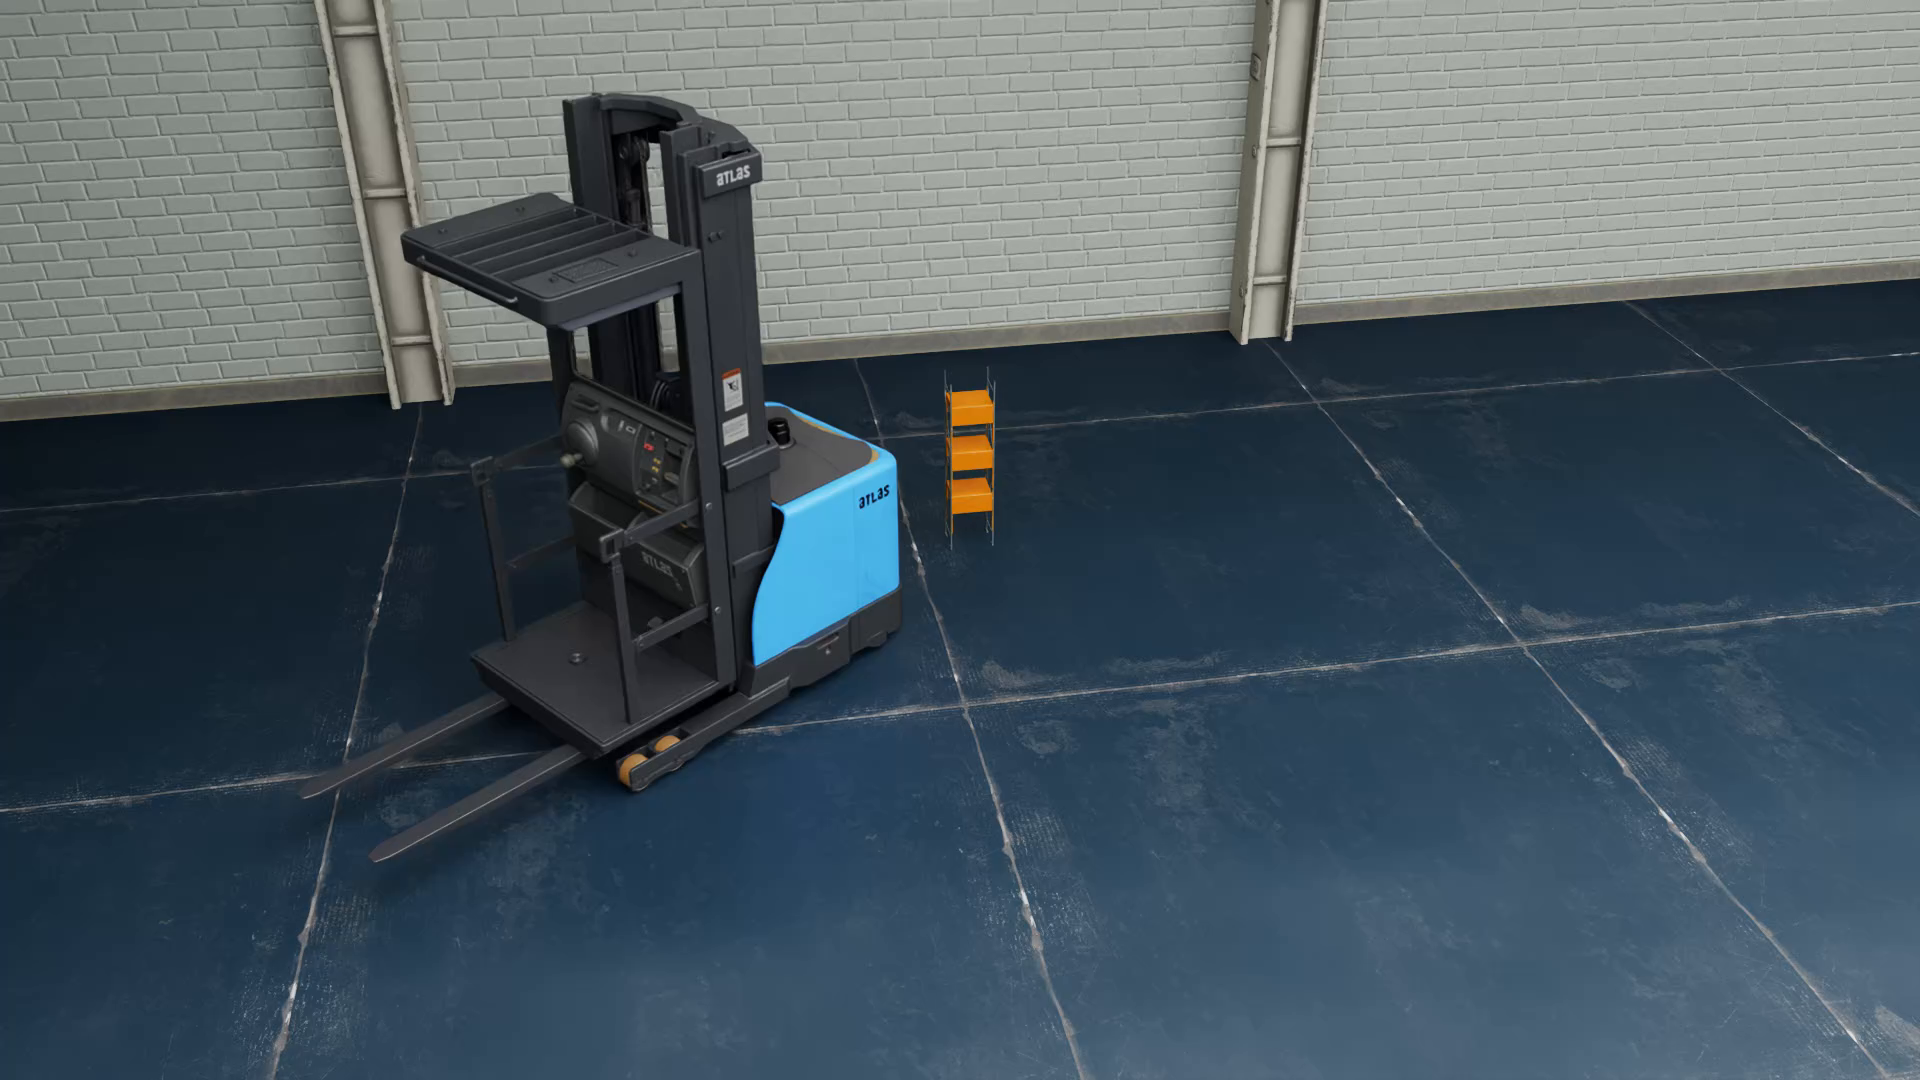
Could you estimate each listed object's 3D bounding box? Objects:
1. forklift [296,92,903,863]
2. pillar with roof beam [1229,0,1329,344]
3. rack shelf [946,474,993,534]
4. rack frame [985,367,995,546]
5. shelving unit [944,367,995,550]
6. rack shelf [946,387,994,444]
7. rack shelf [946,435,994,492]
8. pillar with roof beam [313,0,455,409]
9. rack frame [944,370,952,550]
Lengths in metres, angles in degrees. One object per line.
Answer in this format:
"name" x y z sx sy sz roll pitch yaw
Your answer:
"forklift" -1.676 -0.389 7.520 1.130 2.935 3.031 25 39 36
"pillar with roof beam" 2.998 -3.261 6.418 0.400 9.000 9.100 -5 31 -9
"rack shelf" 0.053 -0.209 9.638 0.240 0.259 0.215 -5 31 -9
"rack frame" 0.173 -0.469 9.511 0.008 1.050 0.200 -5 31 -9
"shelving unit" 0.053 -0.457 9.492 0.252 1.050 0.215 -5 31 -9
"rack shelf" 0.053 -0.693 9.354 0.240 0.259 0.215 -5 31 -9
"rack shelf" 0.053 -0.448 9.498 0.240 0.259 0.215 -5 31 -9
"pillar with roof beam" -2.904 -2.713 5.486 0.400 9.000 9.100 -5 31 -9
"rack frame" -0.067 -0.446 9.473 0.008 1.050 0.200 -5 31 -9
